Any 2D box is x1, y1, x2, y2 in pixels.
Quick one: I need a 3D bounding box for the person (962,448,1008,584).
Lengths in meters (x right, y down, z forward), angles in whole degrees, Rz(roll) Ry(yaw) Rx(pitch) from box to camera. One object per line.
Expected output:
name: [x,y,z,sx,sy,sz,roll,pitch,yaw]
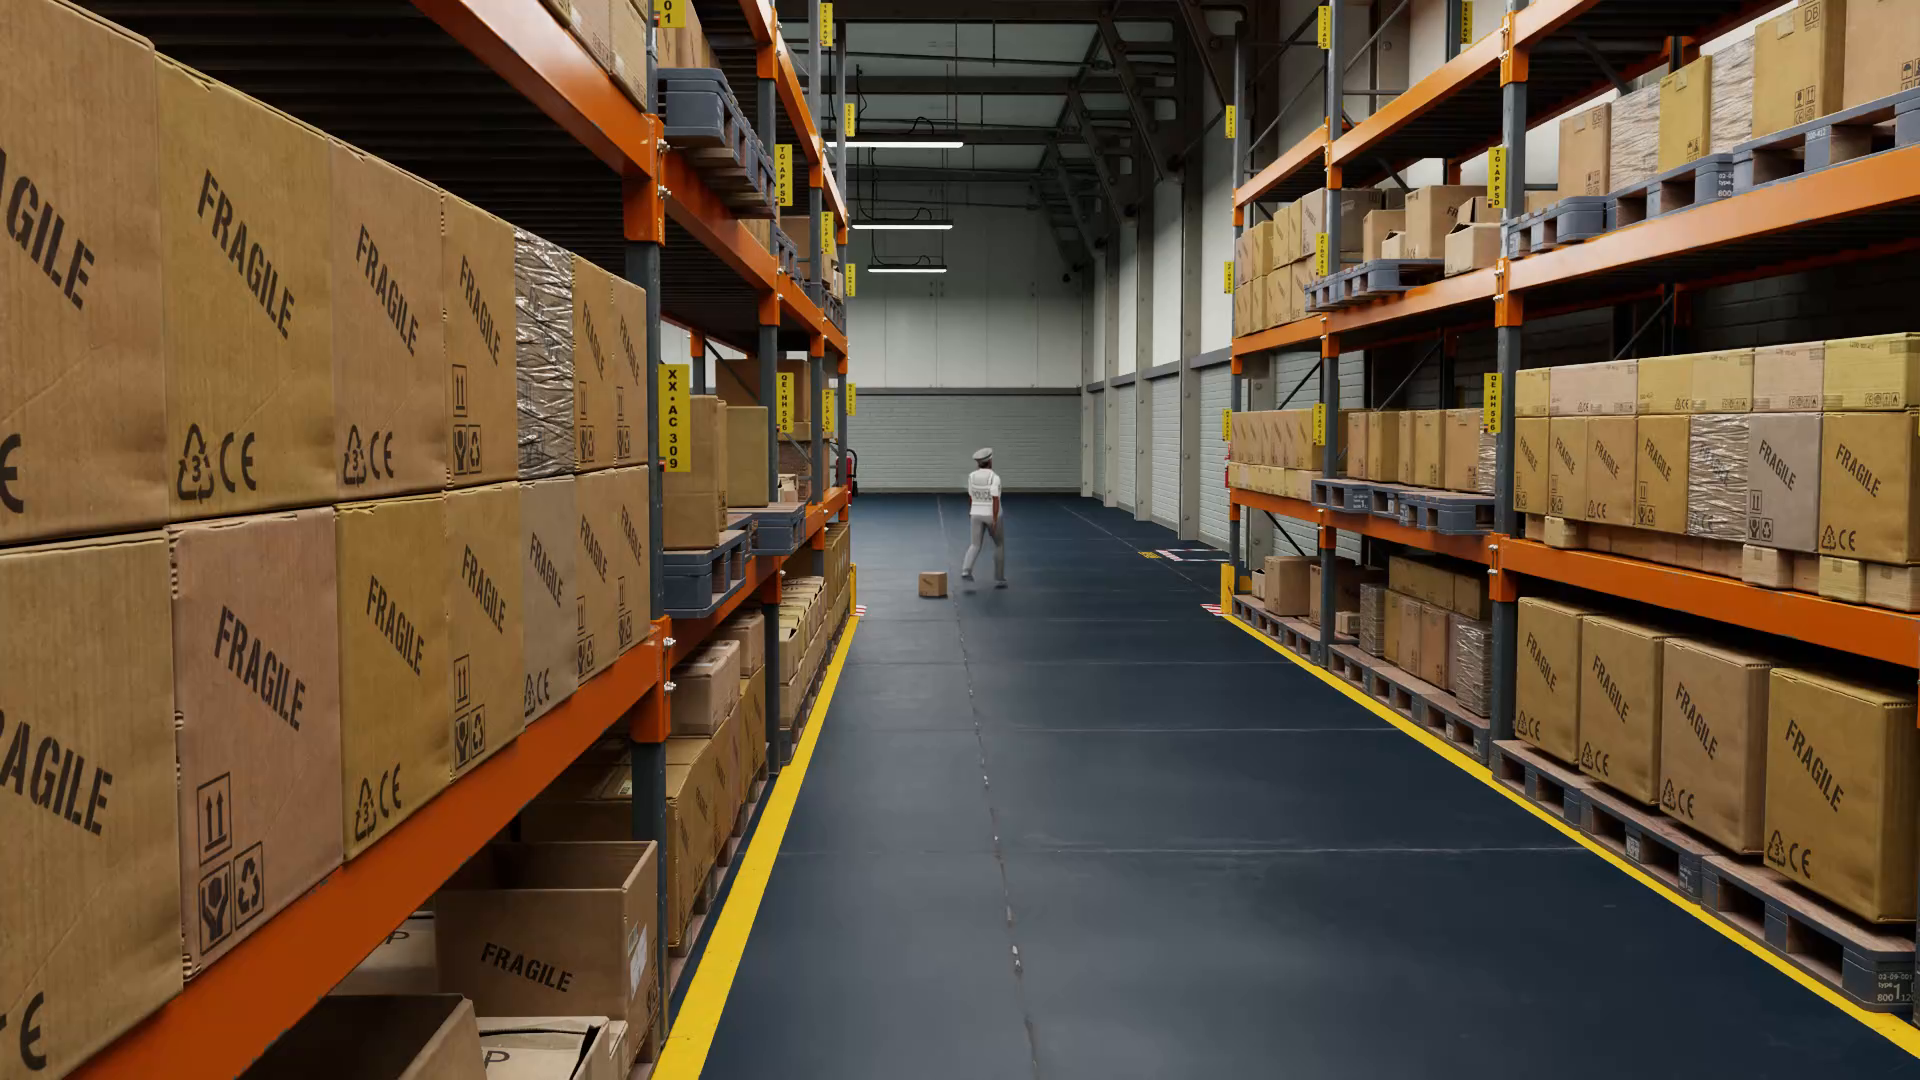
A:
person: [0.296,-0.282,19.841,0.441,1.642,0.957,2,4,22]
